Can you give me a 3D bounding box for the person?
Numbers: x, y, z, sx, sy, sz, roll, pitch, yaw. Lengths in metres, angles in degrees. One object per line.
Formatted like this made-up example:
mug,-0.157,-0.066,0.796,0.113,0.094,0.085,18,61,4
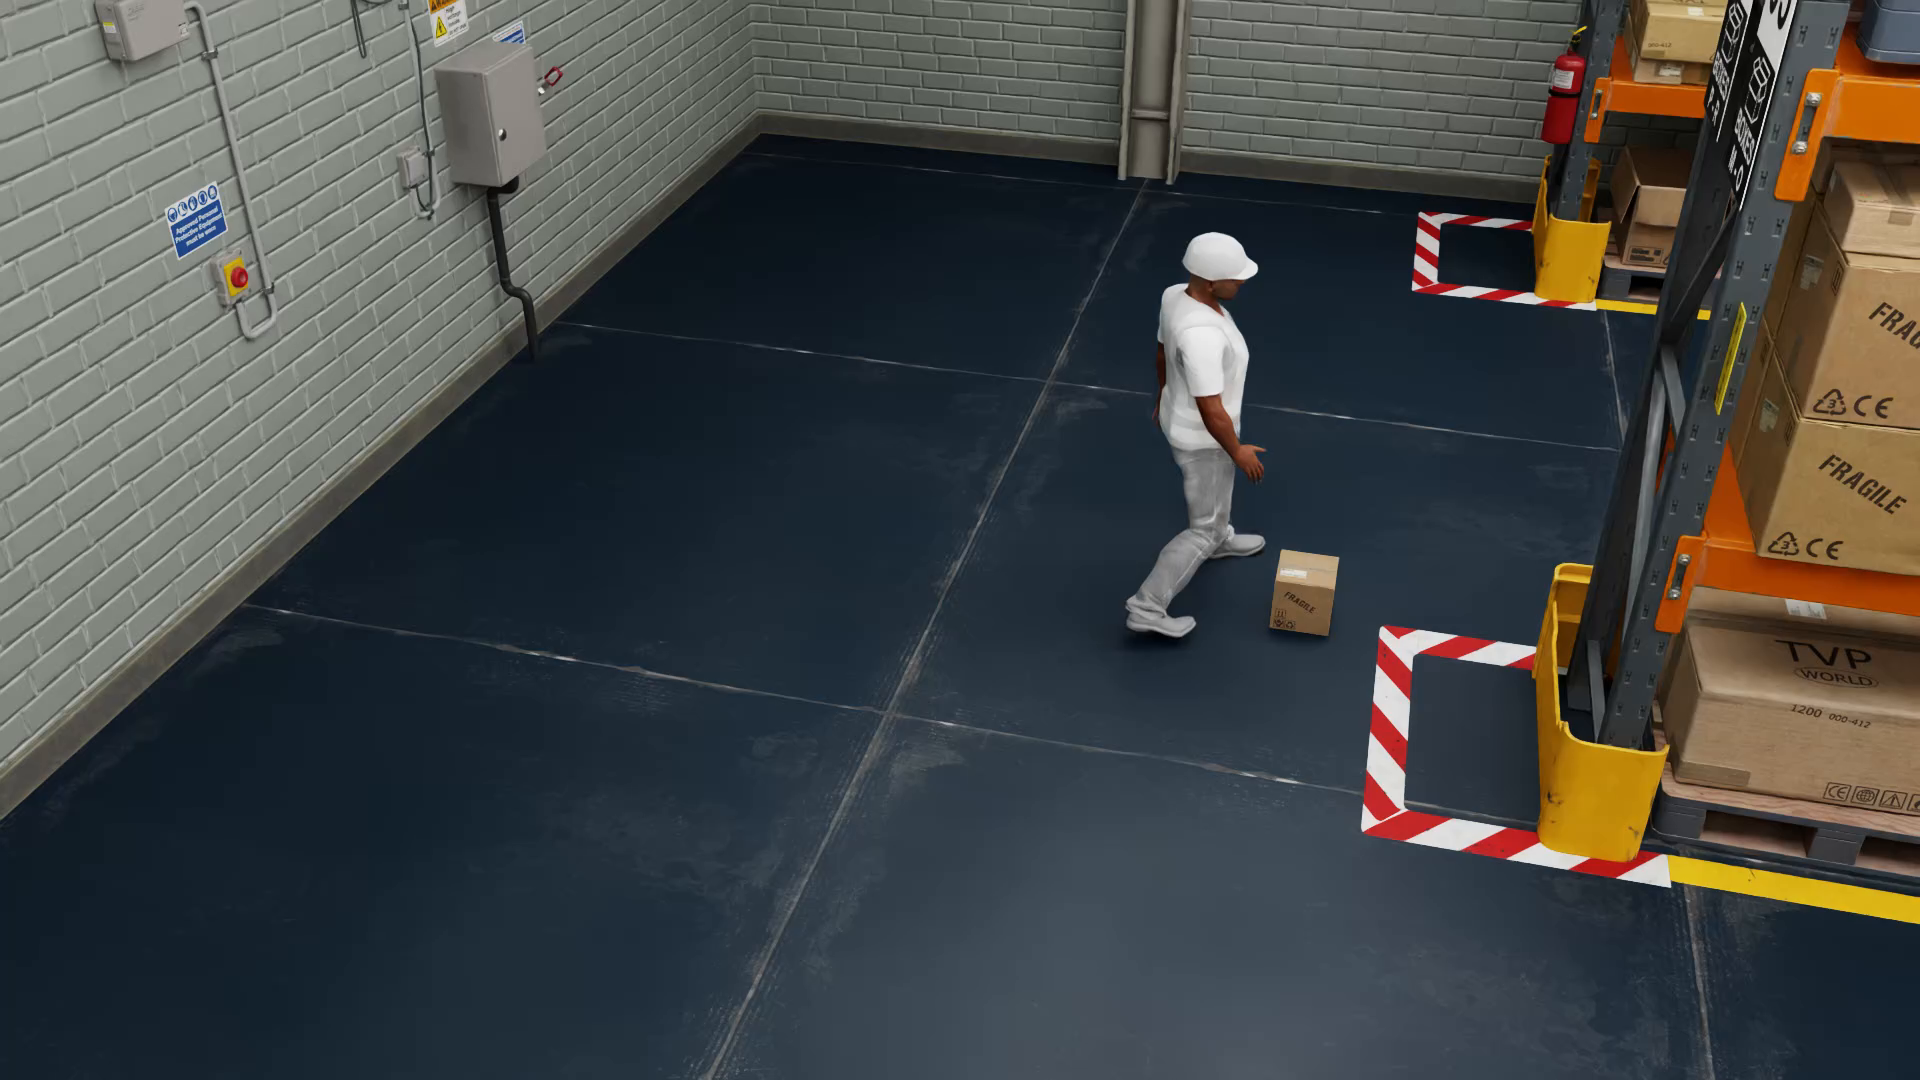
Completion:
person,1.054,-0.486,6.921,0.757,1.723,0.785,-2,33,-3
